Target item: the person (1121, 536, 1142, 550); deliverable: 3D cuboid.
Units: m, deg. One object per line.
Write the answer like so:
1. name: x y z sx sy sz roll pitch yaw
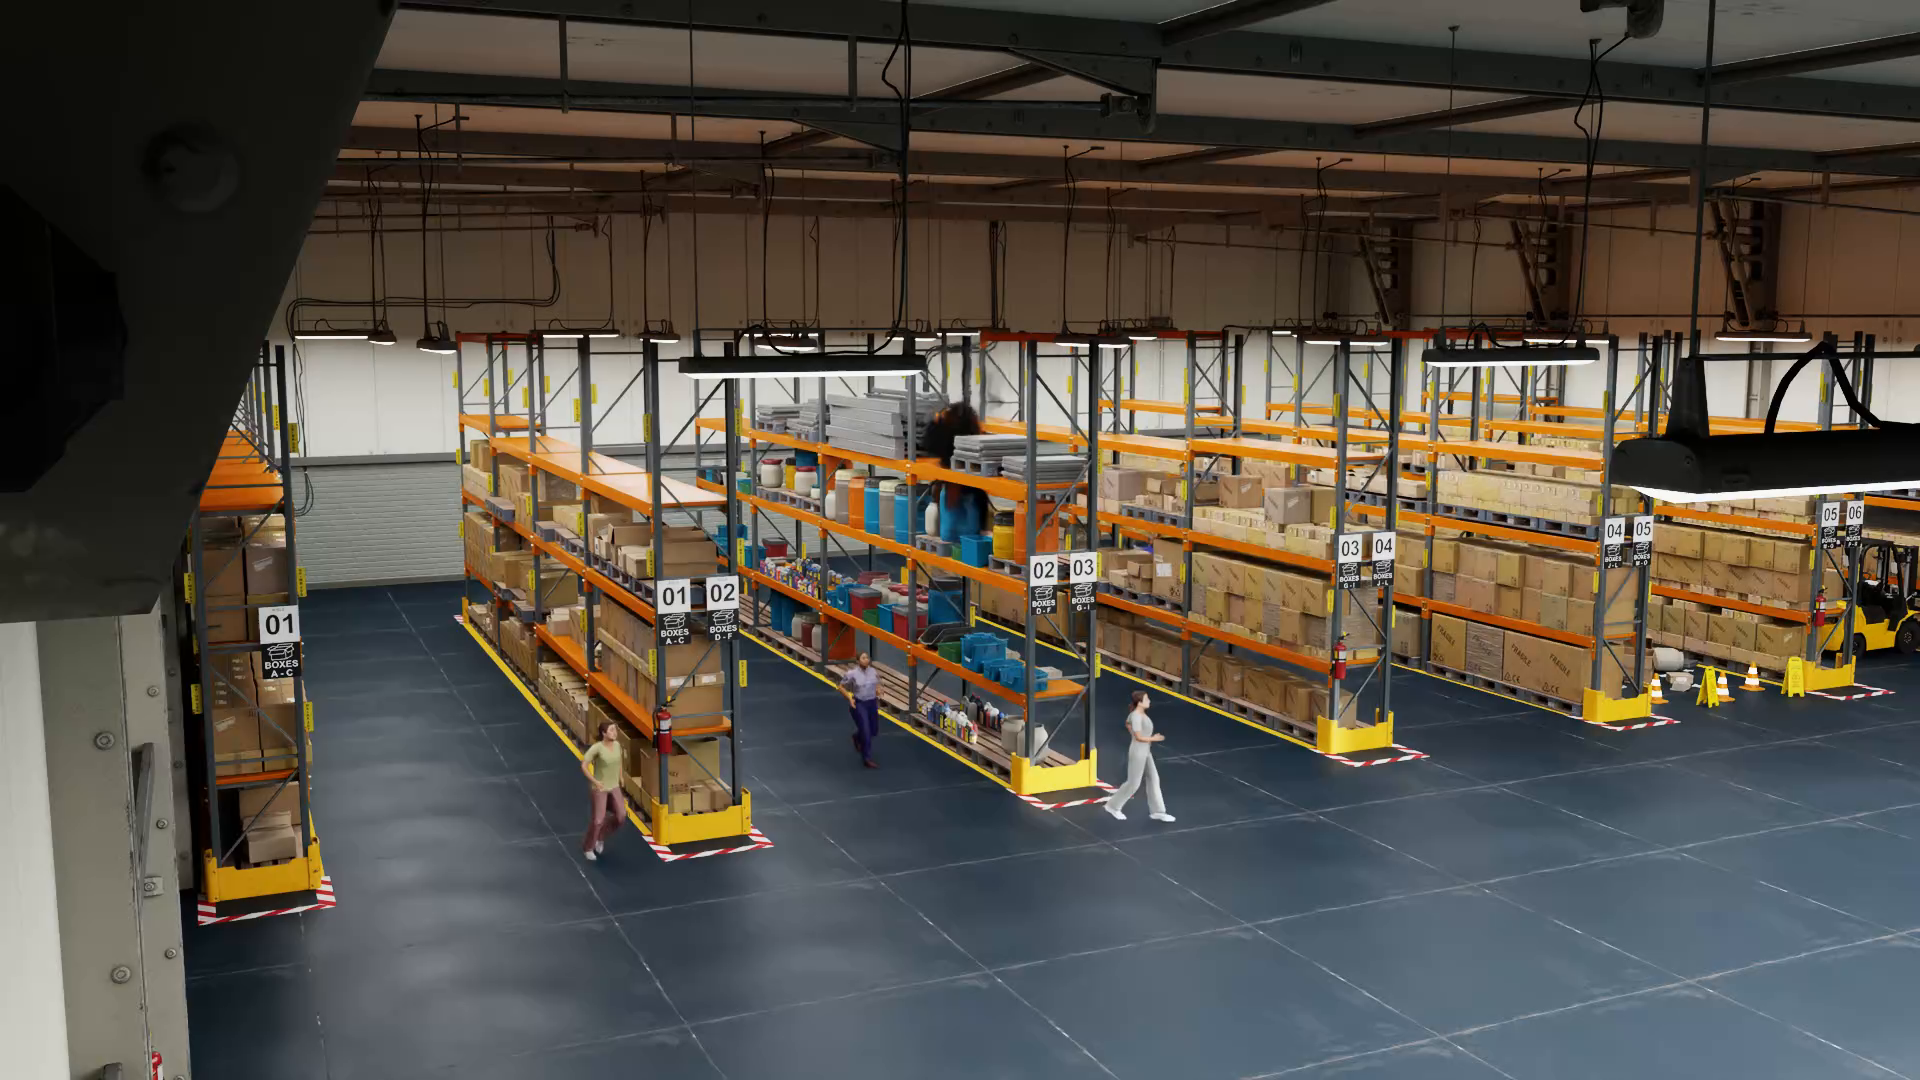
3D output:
1. person: 4.263 -0.176 42.061 0.870 1.725 0.695 3 8 24

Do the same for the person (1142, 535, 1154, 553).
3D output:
1. person: 4.077 0.693 35.966 0.565 1.624 0.768 -4 9 -28

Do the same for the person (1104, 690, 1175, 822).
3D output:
1. person: 2.250 2.686 20.746 0.879 1.662 0.579 2 8 13

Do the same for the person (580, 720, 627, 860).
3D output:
1. person: -4.123 2.917 19.499 0.538 1.618 0.636 7 11 44

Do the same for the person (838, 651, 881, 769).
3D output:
1. person: -1.382 2.366 23.552 0.620 1.613 0.823 -5 9 -35
